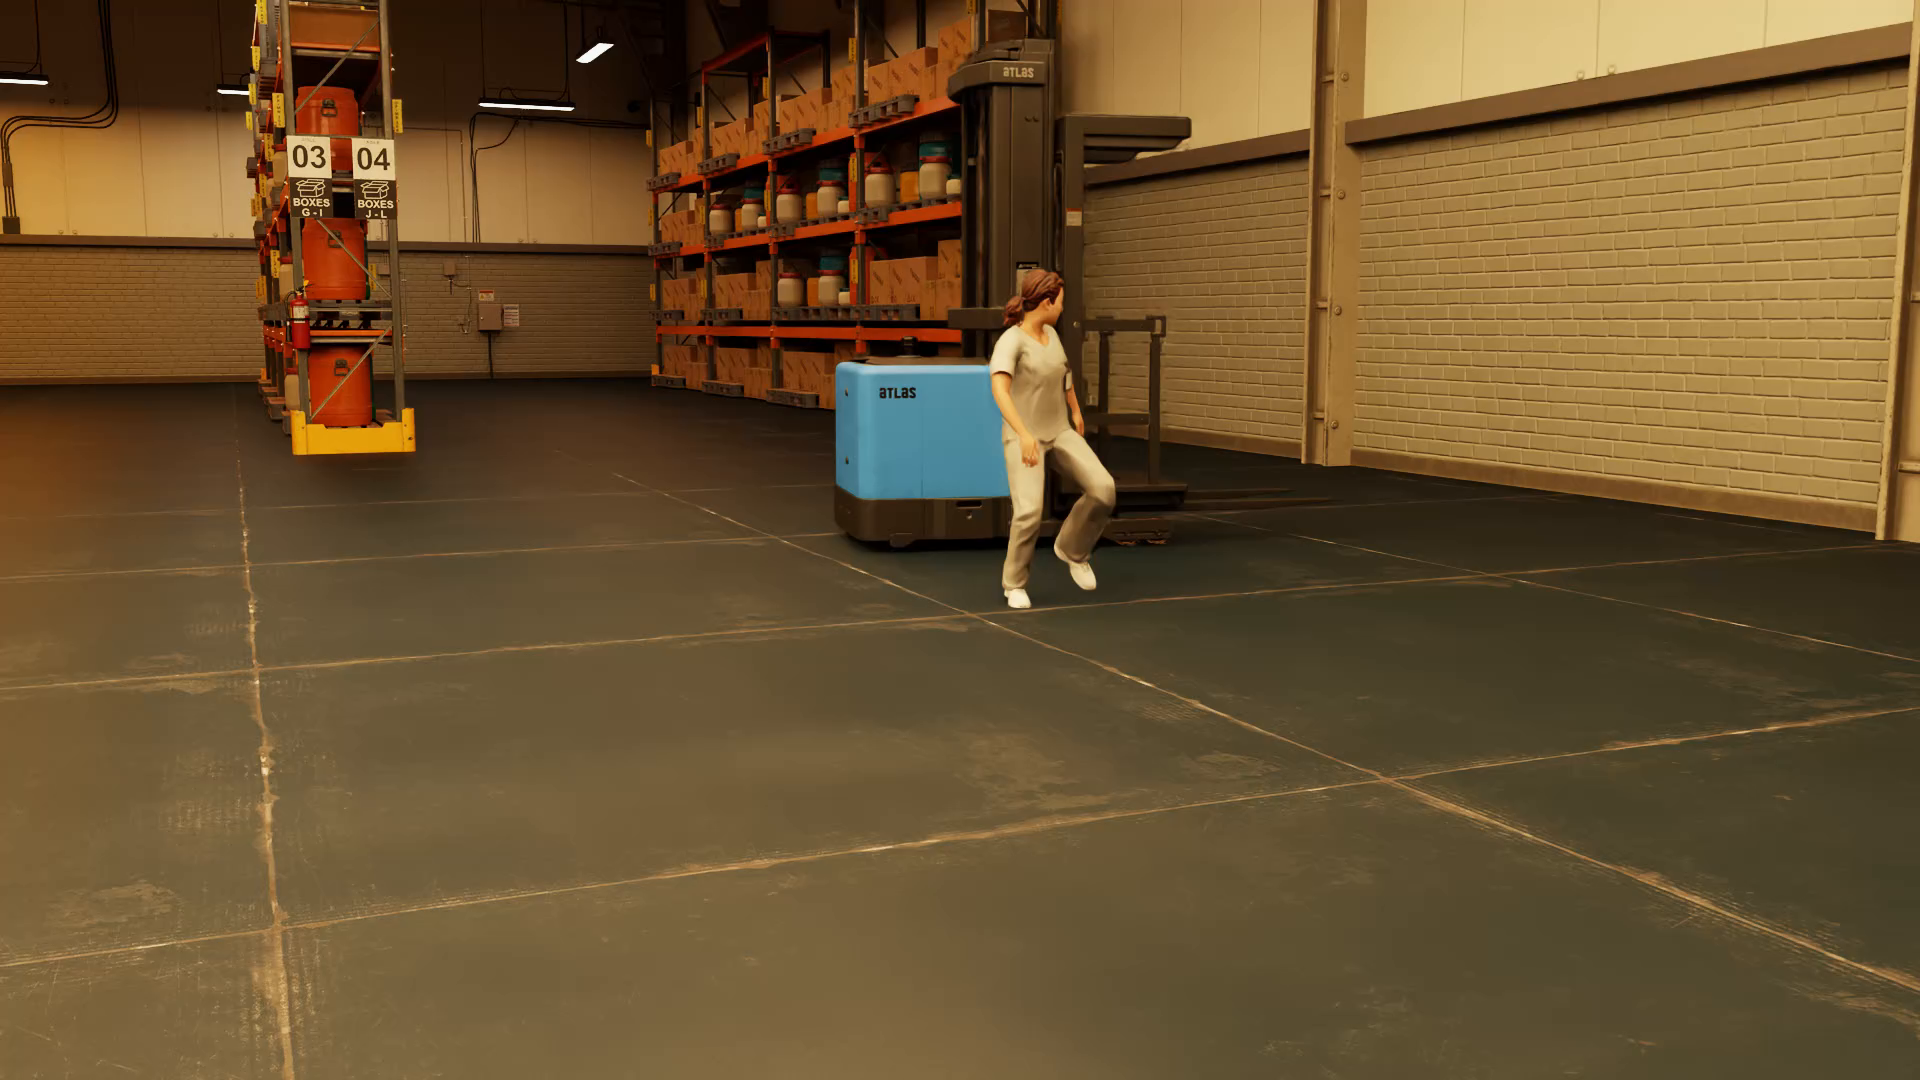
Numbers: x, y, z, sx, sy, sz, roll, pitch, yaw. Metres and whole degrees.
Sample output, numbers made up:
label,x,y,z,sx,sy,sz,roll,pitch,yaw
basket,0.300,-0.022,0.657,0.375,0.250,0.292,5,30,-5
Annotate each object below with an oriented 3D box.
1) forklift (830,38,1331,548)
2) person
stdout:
label,x,y,z,sx,sy,sz,roll,pitch,yaw
forklift,0.760,-1.482,10.179,3.031,2.935,1.130,-2,8,-13
person,0.416,-0.490,7.829,0.666,1.587,0.601,-5,9,-35
